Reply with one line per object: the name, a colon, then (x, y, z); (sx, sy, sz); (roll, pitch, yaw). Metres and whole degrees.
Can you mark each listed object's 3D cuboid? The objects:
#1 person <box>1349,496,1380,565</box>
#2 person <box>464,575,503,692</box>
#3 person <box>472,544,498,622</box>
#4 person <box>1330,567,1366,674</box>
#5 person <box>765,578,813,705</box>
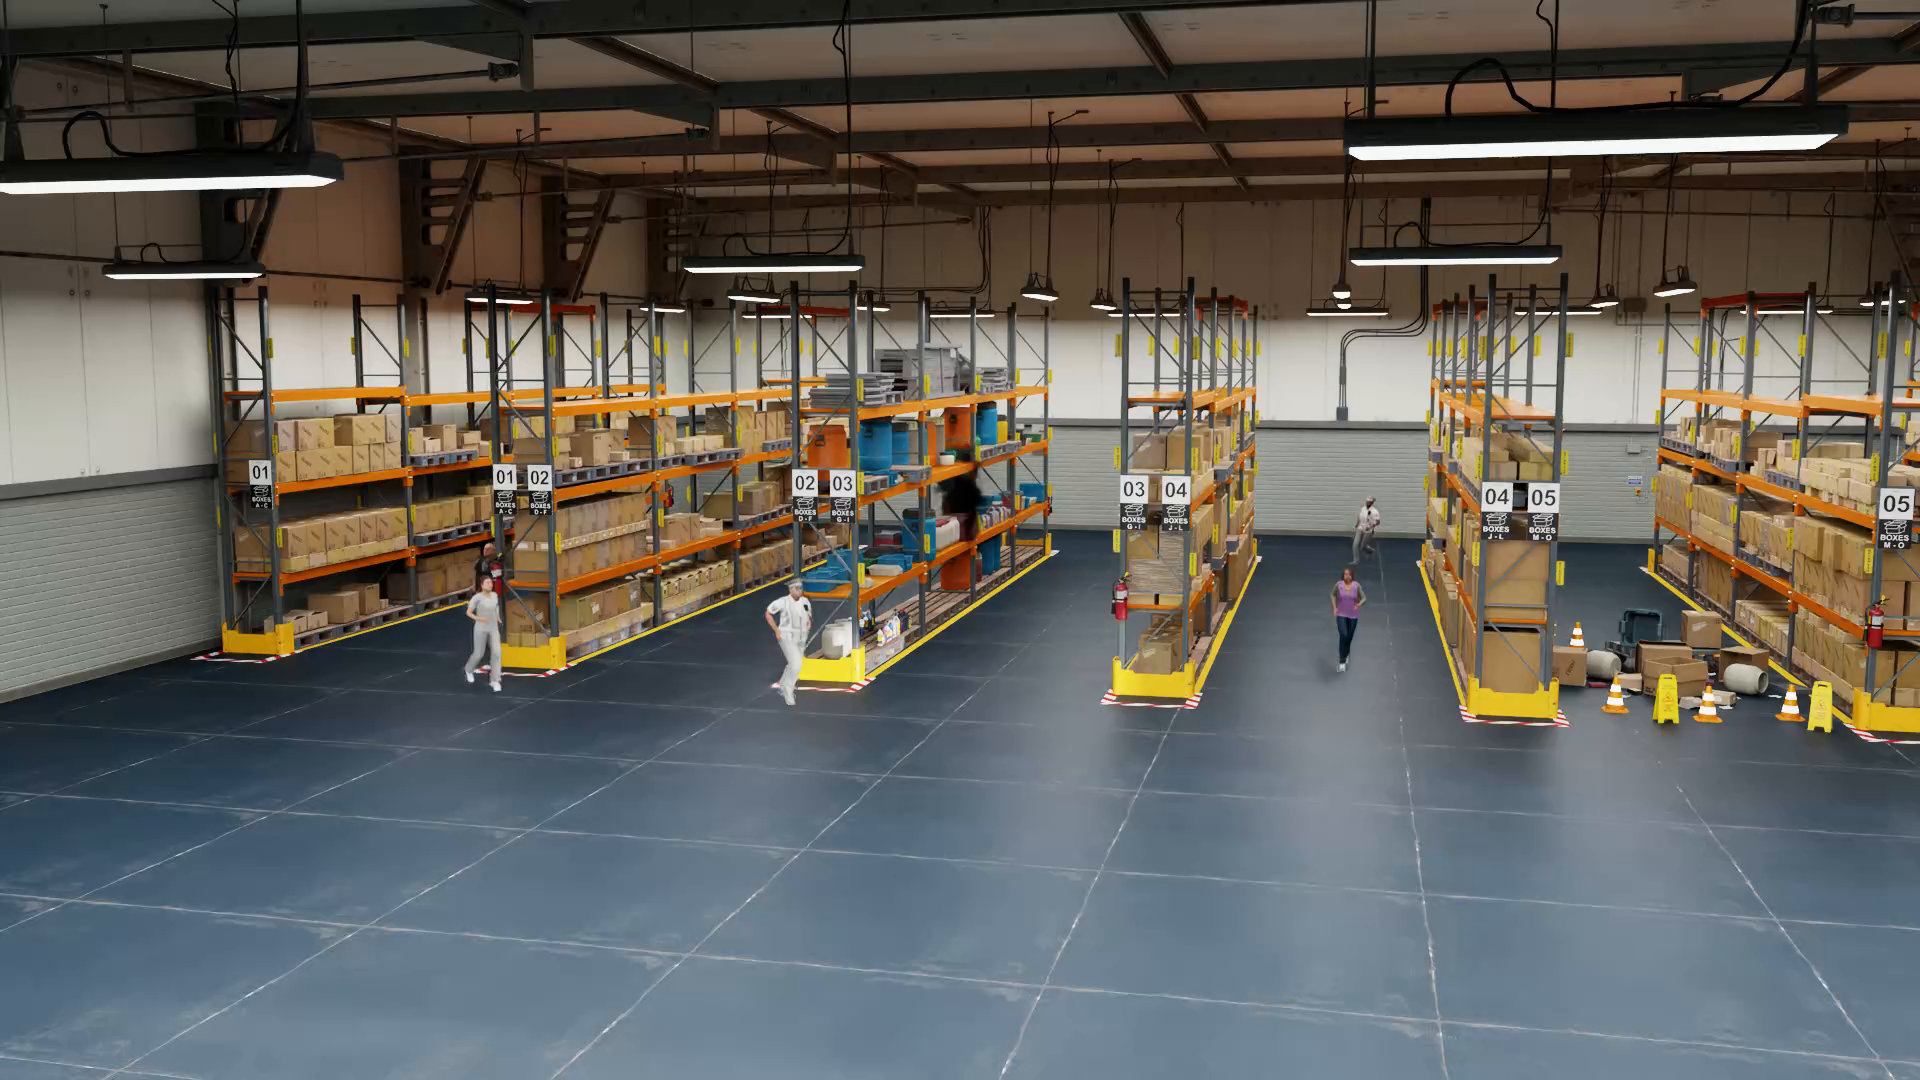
person: (9.434, -0.224, 38.486); (0.693, 1.632, 0.619); (-6, 9, -40)
person: (-6.992, 1.348, 24.554); (0.603, 1.669, 0.973); (-6, 9, -43)
person: (-8.021, 0.911, 28.219); (0.644, 1.699, 0.642); (1, 7, 4)
person: (6.063, 1.222, 26.010); (0.533, 1.630, 0.736); (1, 7, 4)
person: (-2.371, 1.439, 23.609); (0.655, 1.828, 0.694); (-6, 9, -43)
